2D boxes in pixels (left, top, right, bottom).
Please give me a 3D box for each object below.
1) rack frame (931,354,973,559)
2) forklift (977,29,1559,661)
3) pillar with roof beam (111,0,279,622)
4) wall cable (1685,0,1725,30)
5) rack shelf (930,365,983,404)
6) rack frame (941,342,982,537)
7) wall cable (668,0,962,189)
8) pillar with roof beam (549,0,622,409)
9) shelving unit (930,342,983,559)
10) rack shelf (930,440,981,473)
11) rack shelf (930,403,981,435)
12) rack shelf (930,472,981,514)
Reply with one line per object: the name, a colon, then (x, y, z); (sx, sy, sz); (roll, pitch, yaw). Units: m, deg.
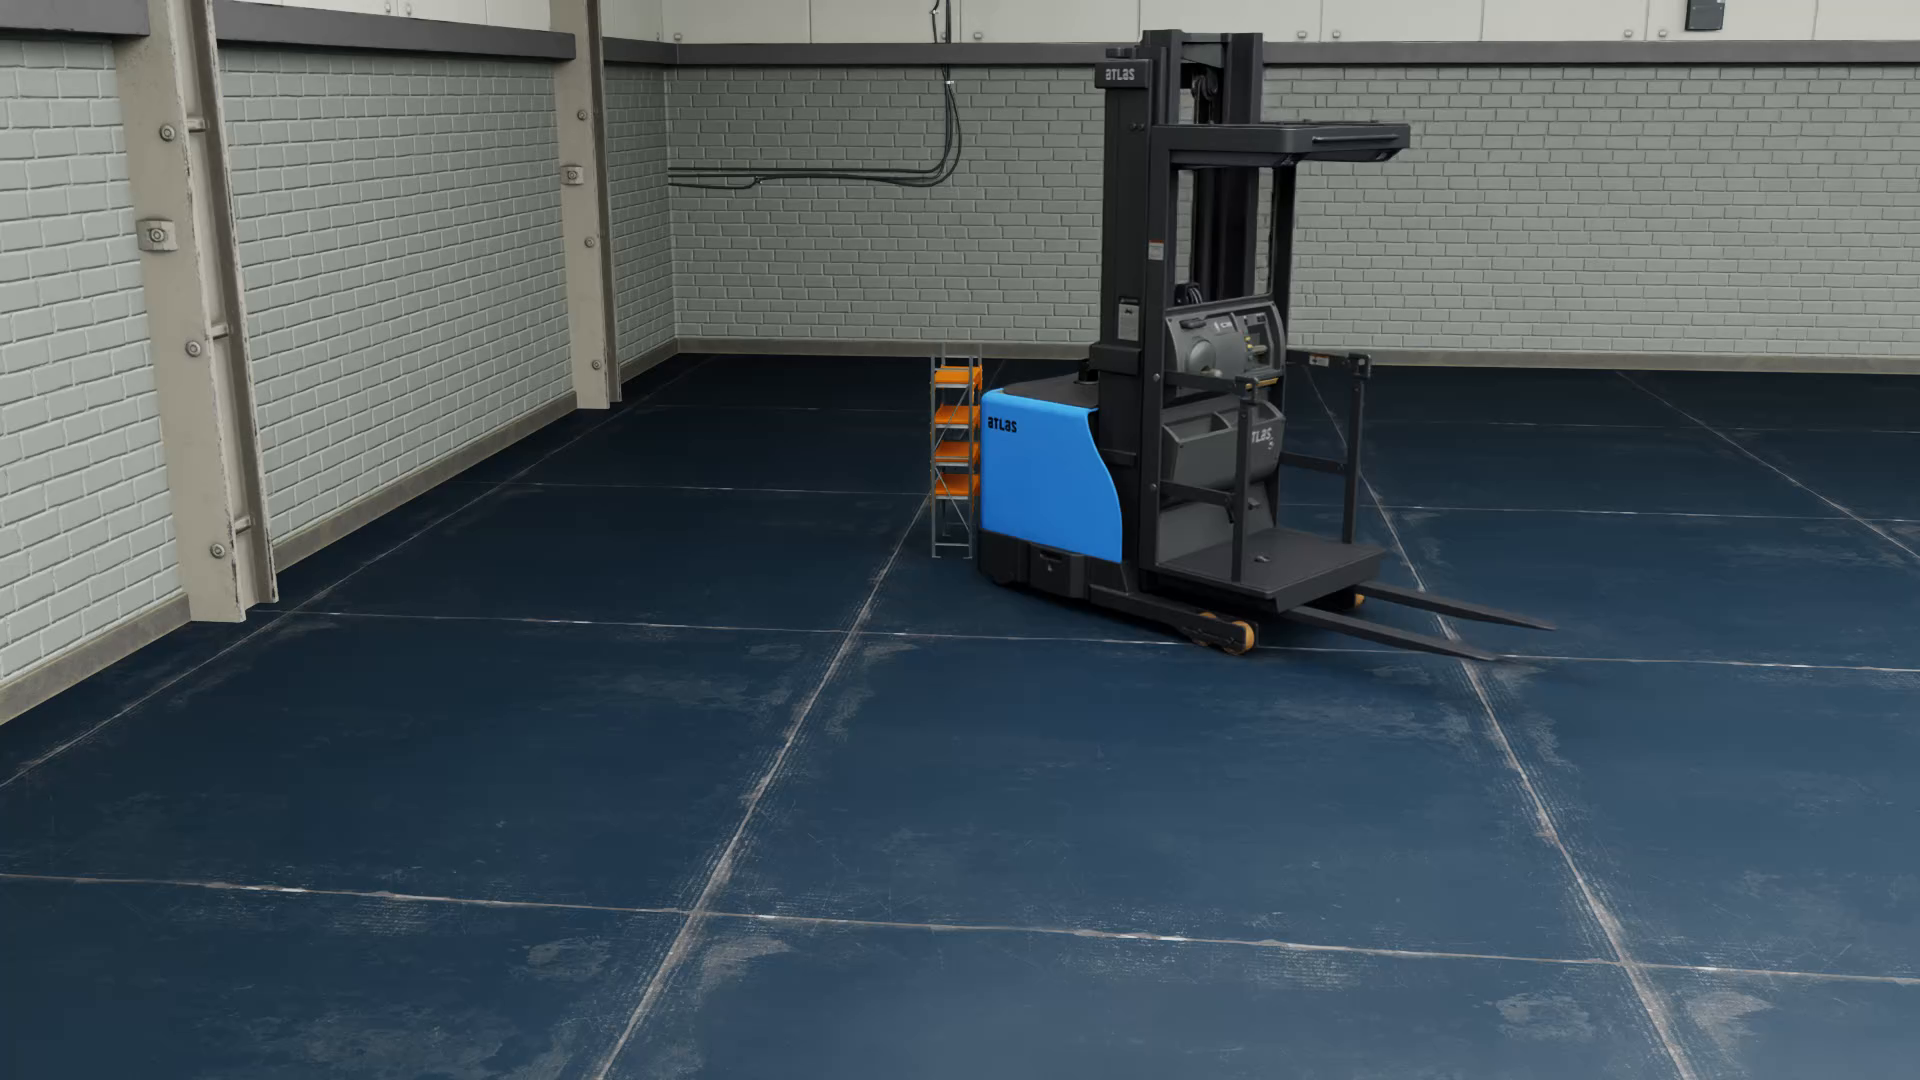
rack frame: (-0.046, -0.473, 9.613); (0.240, 1.200, 0.015); (2, 15, 6)
forklift: (1.501, -1.008, 8.274); (3.031, 2.935, 1.130); (14, 21, 43)
pillar with roof beam: (0.432, -3.848, 7.151); (9.100, 9.000, 0.400); (2, 15, 6)
wall cable: (7.909, -7.614, 14.564); (2.305, 6.003, 0.169); (2, 15, 6)
rack shelf: (-0.019, -0.916, 9.744); (0.258, 0.148, 0.480); (2, 15, 6)
rack frame: (0.009, -0.600, 10.081); (0.240, 1.200, 0.015); (2, 15, 6)
wall cable: (-1.522, -4.757, 16.462); (3.097, 2.526, 0.112); (2, 15, 6)
pillar with roof beam: (1.109, -5.404, 12.906); (9.100, 9.000, 0.400); (2, 15, 6)
shelving unit: (-0.019, -0.536, 9.847); (0.258, 1.200, 0.503); (2, 15, 6)
rack shelf: (-0.019, -0.471, 9.864); (0.258, 0.148, 0.480); (2, 15, 6)
rack shelf: (-0.019, -0.687, 9.806); (0.258, 0.148, 0.480); (2, 15, 6)
rack shelf: (-0.019, -0.280, 9.916); (0.258, 0.148, 0.480); (2, 15, 6)
